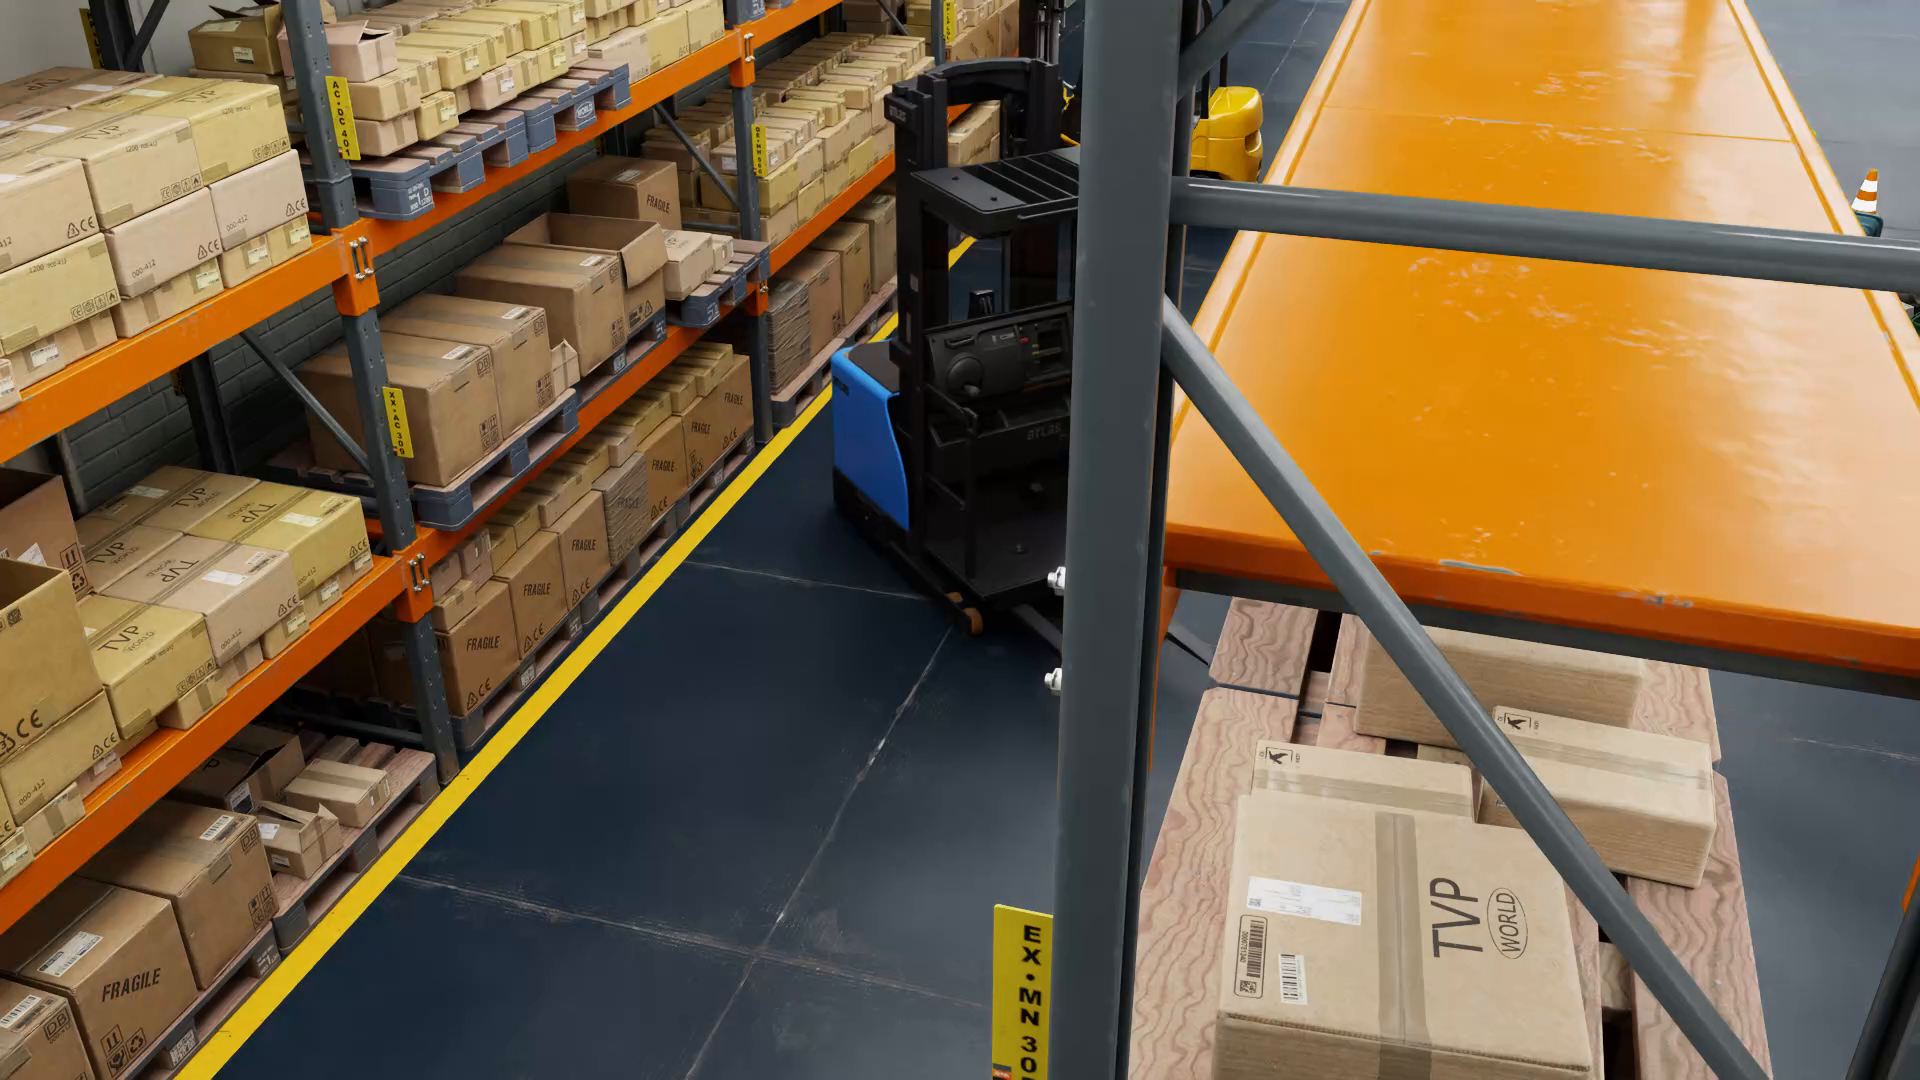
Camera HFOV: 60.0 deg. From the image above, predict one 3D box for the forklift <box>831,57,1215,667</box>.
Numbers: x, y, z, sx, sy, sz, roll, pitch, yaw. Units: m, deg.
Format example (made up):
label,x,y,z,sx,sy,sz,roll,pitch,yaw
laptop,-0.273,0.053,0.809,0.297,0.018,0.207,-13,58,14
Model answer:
label,x,y,z,sx,sy,sz,roll,pitch,yaw
forklift,0.356,-0.992,9.054,1.130,2.935,3.031,-15,33,-25

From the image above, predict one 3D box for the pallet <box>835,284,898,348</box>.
label,x,y,z,sx,sy,sz,roll,pitch,yaw
pallet,-1.153,-1.787,13.281,1.003,0.211,1.213,8,30,15

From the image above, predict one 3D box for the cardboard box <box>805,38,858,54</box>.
label,x,y,z,sx,sy,sz,roll,pitch,yaw
cardboard box,-1.055,-4.000,13.620,0.380,0.149,0.250,7,30,13

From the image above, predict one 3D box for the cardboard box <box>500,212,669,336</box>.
label,x,y,z,sx,sy,sz,roll,pitch,yaw
cardboard box,-2.094,-1.508,9.371,0.797,0.503,0.637,8,30,14

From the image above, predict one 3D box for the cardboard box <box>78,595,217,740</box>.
label,x,y,z,sx,sy,sz,roll,pitch,yaw
cardboard box,-3.174,0.467,6.209,0.500,0.250,0.500,8,30,15

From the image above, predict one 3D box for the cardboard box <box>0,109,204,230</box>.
label,x,y,z,sx,sy,sz,roll,pitch,yaw
cardboard box,-3.024,-1.293,5.772,0.500,0.250,0.500,8,30,14

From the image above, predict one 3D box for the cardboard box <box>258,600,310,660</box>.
label,x,y,z,sx,sy,sz,roll,pitch,yaw
cardboard box,-2.927,0.337,6.852,0.380,0.149,0.250,9,30,16

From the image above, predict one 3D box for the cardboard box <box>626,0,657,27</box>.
label,x,y,z,sx,sy,sz,roll,pitch,yaw
cardboard box,-1.893,-2.926,9.119,0.380,0.149,0.250,8,30,15

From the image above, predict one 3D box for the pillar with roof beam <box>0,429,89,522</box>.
label,x,y,z,sx,sy,sz,roll,pitch,yaw
pillar with roof beam,0.084,-2.017,4.655,9.100,9.000,0.400,8,30,15

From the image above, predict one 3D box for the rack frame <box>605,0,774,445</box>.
label,x,y,z,sx,sy,sz,roll,pitch,yaw
rack frame,-1.792,-2.064,10.910,1.000,3.000,0.127,8,30,15

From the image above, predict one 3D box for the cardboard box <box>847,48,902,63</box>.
label,x,y,z,sx,sy,sz,roll,pitch,yaw
cardboard box,-0.686,-3.831,13.316,0.380,0.149,0.250,8,30,15

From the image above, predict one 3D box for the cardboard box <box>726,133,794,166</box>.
label,x,y,z,sx,sy,sz,roll,pitch,yaw
cardboard box,-1.339,-2.621,11.142,0.380,0.149,0.250,9,30,16

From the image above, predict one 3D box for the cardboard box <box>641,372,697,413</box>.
label,x,y,z,sx,sy,sz,roll,pitch,yaw
cardboard box,-1.864,-0.926,10.335,0.380,0.149,0.250,7,30,13

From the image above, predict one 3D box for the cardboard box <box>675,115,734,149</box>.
label,x,y,z,sx,sy,sz,roll,pitch,yaw
cardboard box,-1.785,-2.820,11.499,0.380,0.149,0.250,8,30,15

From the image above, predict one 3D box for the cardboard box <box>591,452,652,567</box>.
label,x,y,z,sx,sy,sz,roll,pitch,yaw
cardboard box,-2.153,-0.209,9.715,0.500,0.500,0.500,7,30,13

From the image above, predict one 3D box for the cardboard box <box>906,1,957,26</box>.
label,x,y,z,sx,sy,sz,roll,pitch,yaw
cardboard box,-0.240,-4.486,14.187,0.380,0.149,0.250,9,30,16

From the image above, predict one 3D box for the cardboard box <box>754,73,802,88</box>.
label,x,y,z,sx,sy,sz,roll,pitch,yaw
cardboard box,-1.418,-3.415,12.569,0.380,0.149,0.250,9,30,15

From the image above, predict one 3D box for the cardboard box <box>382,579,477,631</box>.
label,x,y,z,sx,sy,sz,roll,pitch,yaw
cardboard box,-2.606,0.292,8.147,0.380,0.149,0.250,10,31,17

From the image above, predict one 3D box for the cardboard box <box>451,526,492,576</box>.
label,x,y,z,sx,sy,sz,roll,pitch,yaw
cardboard box,-2.576,0.034,8.305,0.380,0.149,0.250,7,30,12

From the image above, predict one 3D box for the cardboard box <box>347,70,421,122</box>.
label,x,y,z,sx,sy,sz,roll,pitch,yaw
cardboard box,-2.459,-1.840,6.838,0.380,0.149,0.250,9,30,16

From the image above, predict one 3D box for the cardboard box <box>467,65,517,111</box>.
label,x,y,z,sx,sy,sz,roll,pitch,yaw
cardboard box,-2.252,-2.068,7.555,0.380,0.149,0.250,9,30,16

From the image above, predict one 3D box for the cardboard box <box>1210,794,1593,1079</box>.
label,x,y,z,sx,sy,sz,roll,pitch,yaw
cardboard box,0.652,0.666,2.536,0.500,0.250,0.500,6,30,10

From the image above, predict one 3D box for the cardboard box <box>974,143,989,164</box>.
label,x,y,z,sx,sy,sz,roll,pitch,yaw
cardboard box,-0.034,-3.538,15.442,0.500,0.250,0.500,8,30,15

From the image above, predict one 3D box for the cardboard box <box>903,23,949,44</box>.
label,x,y,z,sx,sy,sz,roll,pitch,yaw
cardboard box,-0.272,-4.361,14.268,0.380,0.149,0.250,8,30,14

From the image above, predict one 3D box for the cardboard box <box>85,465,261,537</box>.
label,x,y,z,sx,sy,sz,roll,pitch,yaw
cardboard box,-3.369,-0.078,7.188,0.500,0.250,0.500,8,30,14

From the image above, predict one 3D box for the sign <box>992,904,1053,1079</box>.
label,x,y,z,sx,sy,sz,roll,pitch,yaw
sign,0.092,0.613,2.182,0.100,0.325,0.005,8,30,15

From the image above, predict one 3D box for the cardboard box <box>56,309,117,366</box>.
label,x,y,z,sx,sy,sz,roll,pitch,yaw
cardboard box,-3.134,-0.726,5.678,0.380,0.149,0.250,10,30,17

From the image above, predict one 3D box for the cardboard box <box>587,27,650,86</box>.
label,x,y,z,sx,sy,sz,roll,pitch,yaw
cardboard box,-2.004,-2.570,8.888,0.500,0.250,0.500,9,30,15

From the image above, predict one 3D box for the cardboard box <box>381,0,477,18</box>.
label,x,y,z,sx,sy,sz,roll,pitch,yaw
cardboard box,-2.561,-2.513,8.048,0.380,0.149,0.250,9,30,15

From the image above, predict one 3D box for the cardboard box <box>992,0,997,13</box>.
label,x,y,z,sx,sy,sz,roll,pitch,yaw
cardboard box,0.131,-4.951,15.330,0.380,0.149,0.250,8,30,13

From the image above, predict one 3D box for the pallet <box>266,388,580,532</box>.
label,x,y,z,sx,sy,sz,roll,pitch,yaw
pallet,-2.627,-0.477,8.254,1.003,0.211,1.213,8,30,15

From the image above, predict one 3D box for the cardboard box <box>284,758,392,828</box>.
label,x,y,z,sx,sy,sz,roll,pitch,yaw
cardboard box,-2.848,1.158,7.618,0.380,0.149,0.250,8,30,13

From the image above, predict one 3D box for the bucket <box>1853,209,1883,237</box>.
label,x,y,z,sx,sy,sz,roll,pitch,yaw
bucket,6.726,-2.183,12.927,0.726,0.611,0.620,20,45,32

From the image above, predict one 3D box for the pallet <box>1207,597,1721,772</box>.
label,x,y,z,sx,sy,sz,roll,pitch,yaw
pallet,1.170,0.173,3.894,1.003,0.211,1.213,8,30,15

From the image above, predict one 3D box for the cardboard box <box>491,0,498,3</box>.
label,x,y,z,sx,sy,sz,roll,pitch,yaw
cardboard box,-2.478,-2.884,8.737,0.380,0.149,0.250,8,30,15

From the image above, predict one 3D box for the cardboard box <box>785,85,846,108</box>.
label,x,y,z,sx,sy,sz,roll,pitch,yaw
cardboard box,-1.064,-3.233,12.241,0.380,0.149,0.250,8,30,15

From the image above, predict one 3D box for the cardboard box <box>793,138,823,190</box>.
label,x,y,z,sx,sy,sz,roll,pitch,yaw
cardboard box,-1.280,-2.621,11.551,0.500,0.250,0.500,9,30,16

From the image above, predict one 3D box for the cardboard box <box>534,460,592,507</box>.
label,x,y,z,sx,sy,sz,roll,pitch,yaw
cardboard box,-2.283,-0.324,9.254,0.380,0.149,0.250,10,30,17

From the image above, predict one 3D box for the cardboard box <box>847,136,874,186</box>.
label,x,y,z,sx,sy,sz,roll,pitch,yaw
cardboard box,-0.977,-2.884,12.538,0.500,0.250,0.500,9,30,16

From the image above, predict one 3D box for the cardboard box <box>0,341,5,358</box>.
label,x,y,z,sx,sy,sz,roll,pitch,yaw
cardboard box,-3.327,-0.608,5.054,0.500,0.250,0.500,8,30,14

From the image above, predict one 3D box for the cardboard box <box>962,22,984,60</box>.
label,x,y,z,sx,sy,sz,roll,pitch,yaw
cardboard box,-0.101,-4.380,14.970,0.500,0.500,0.500,9,30,16

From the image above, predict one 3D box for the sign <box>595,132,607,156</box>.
label,x,y,z,sx,sy,sz,roll,pitch,yaw
sign,-2.323,-2.648,10.768,0.100,0.325,0.005,8,30,15

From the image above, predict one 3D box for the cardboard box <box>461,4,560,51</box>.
label,x,y,z,sx,sy,sz,roll,pitch,yaw
cardboard box,-2.146,-2.448,7.932,0.380,0.149,0.250,9,30,15

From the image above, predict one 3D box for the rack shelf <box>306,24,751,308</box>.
label,x,y,z,sx,sy,sz,roll,pitch,yaw
rack shelf,-2.379,-2.131,8.685,1.077,0.370,4.000,8,30,15

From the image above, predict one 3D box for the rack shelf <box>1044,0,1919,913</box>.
label,x,y,z,sx,sy,sz,roll,pitch,yaw
rack shelf,1.193,-0.702,3.441,1.077,0.370,4.000,8,30,15

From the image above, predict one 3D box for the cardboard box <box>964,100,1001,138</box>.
label,x,y,z,sx,sy,sz,roll,pitch,yaw
cardboard box,0.119,-3.991,15.741,0.500,0.250,0.500,10,30,17

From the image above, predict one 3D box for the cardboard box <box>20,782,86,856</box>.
label,x,y,z,sx,sy,sz,roll,pitch,yaw
cardboard box,-3.298,0.933,5.781,0.380,0.149,0.250,9,30,16

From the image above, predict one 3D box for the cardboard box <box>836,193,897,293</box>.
label,x,y,z,sx,sy,sz,roll,pitch,yaw
cardboard box,-0.995,-2.465,13.641,0.875,0.625,0.625,8,30,14

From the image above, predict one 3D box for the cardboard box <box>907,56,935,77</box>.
label,x,y,z,sx,sy,sz,roll,pitch,yaw
cardboard box,-0.517,-3.811,13.690,0.500,0.250,0.500,8,30,14

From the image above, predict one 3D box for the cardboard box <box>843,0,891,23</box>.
label,x,y,z,sx,sy,sz,roll,pitch,yaw
cardboard box,-0.813,-4.571,14.341,0.380,0.149,0.250,9,30,15
